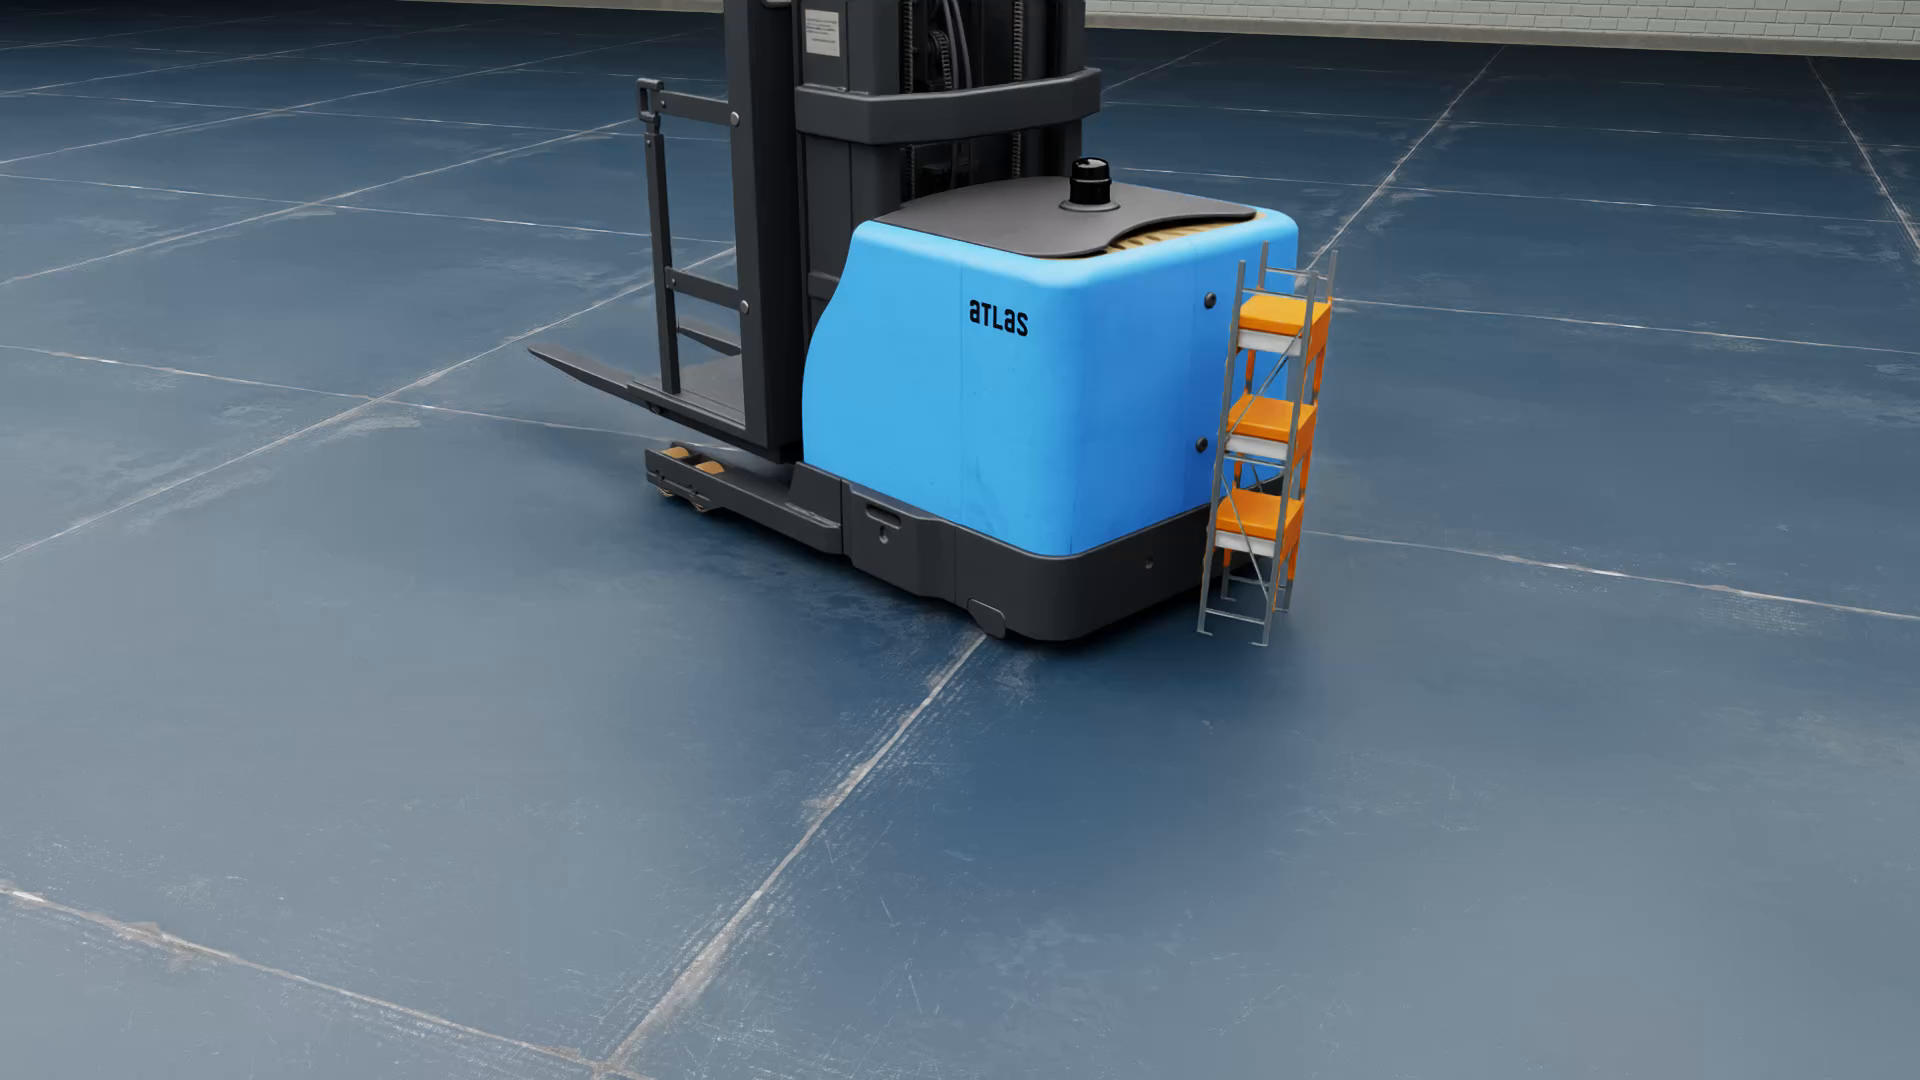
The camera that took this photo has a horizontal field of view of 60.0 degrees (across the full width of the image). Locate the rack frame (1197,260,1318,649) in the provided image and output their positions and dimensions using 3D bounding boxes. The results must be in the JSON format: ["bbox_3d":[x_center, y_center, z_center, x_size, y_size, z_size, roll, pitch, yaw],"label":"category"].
[{"bbox_3d":[0.772,-0.205,4.365,0.200,1.050,0.008,12,25,20],"label":"rack frame"}]

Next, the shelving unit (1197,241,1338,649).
[{"bbox_3d":[0.821,-0.248,4.468,0.215,1.050,0.252,12,25,20],"label":"shelving unit"}]

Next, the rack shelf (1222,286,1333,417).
[{"bbox_3d":[0.832,-0.498,4.358,0.215,0.259,0.240,12,25,20],"label":"rack shelf"}]

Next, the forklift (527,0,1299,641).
[{"bbox_3d":[-0.408,-1.563,5.188,1.130,2.935,3.031,-20,30,-39],"label":"forklift"}]

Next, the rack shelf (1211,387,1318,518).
[{"bbox_3d":[0.820,-0.238,4.472,0.215,0.259,0.240,12,25,20],"label":"rack shelf"}]

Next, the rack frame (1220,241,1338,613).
[{"bbox_3d":[0.869,-0.291,4.571,0.200,1.050,0.008,12,25,20],"label":"rack frame"}]

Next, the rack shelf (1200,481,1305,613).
[{"bbox_3d":[0.808,0.016,4.584,0.215,0.259,0.240,12,25,20],"label":"rack shelf"}]
